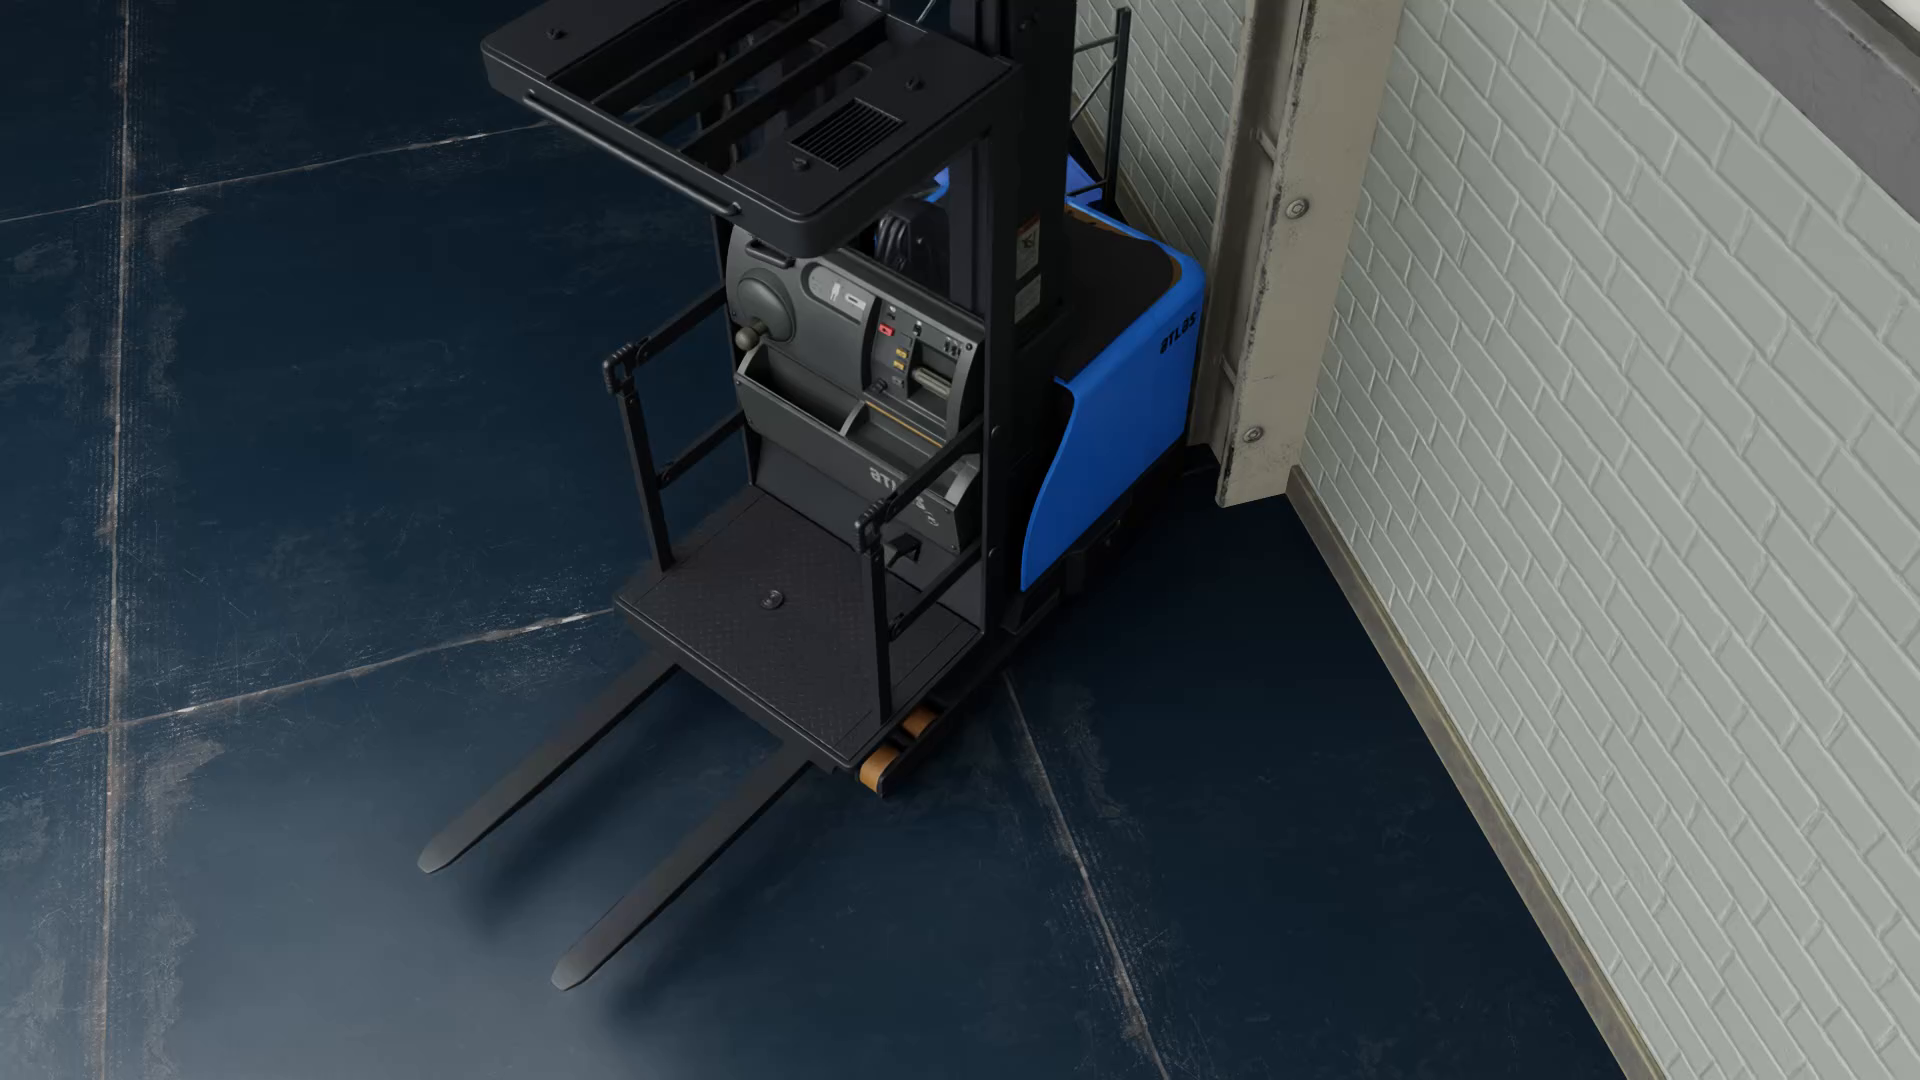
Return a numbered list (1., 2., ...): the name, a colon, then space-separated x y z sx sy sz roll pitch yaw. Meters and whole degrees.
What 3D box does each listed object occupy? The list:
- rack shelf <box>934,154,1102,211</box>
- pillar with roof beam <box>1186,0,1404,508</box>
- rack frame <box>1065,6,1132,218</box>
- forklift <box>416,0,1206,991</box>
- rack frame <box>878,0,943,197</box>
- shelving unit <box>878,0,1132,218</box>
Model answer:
1. rack shelf: 0.139 -1.532 6.796 0.538 0.185 1.000 -22 53 -18
2. pillar with roof beam: -3.031 -2.228 2.243 9.100 9.000 0.400 -13 51 -11
3. rack frame: 0.378 -1.305 6.369 0.500 1.500 0.032 -22 53 -18
4. forklift: -0.464 -0.543 4.791 1.130 2.935 3.031 32 57 24
5. rack frame: -0.100 -1.991 6.948 0.500 1.500 0.032 -22 53 -18
6. shelving unit: 0.139 -1.648 6.659 0.538 1.500 1.048 -22 53 -18
